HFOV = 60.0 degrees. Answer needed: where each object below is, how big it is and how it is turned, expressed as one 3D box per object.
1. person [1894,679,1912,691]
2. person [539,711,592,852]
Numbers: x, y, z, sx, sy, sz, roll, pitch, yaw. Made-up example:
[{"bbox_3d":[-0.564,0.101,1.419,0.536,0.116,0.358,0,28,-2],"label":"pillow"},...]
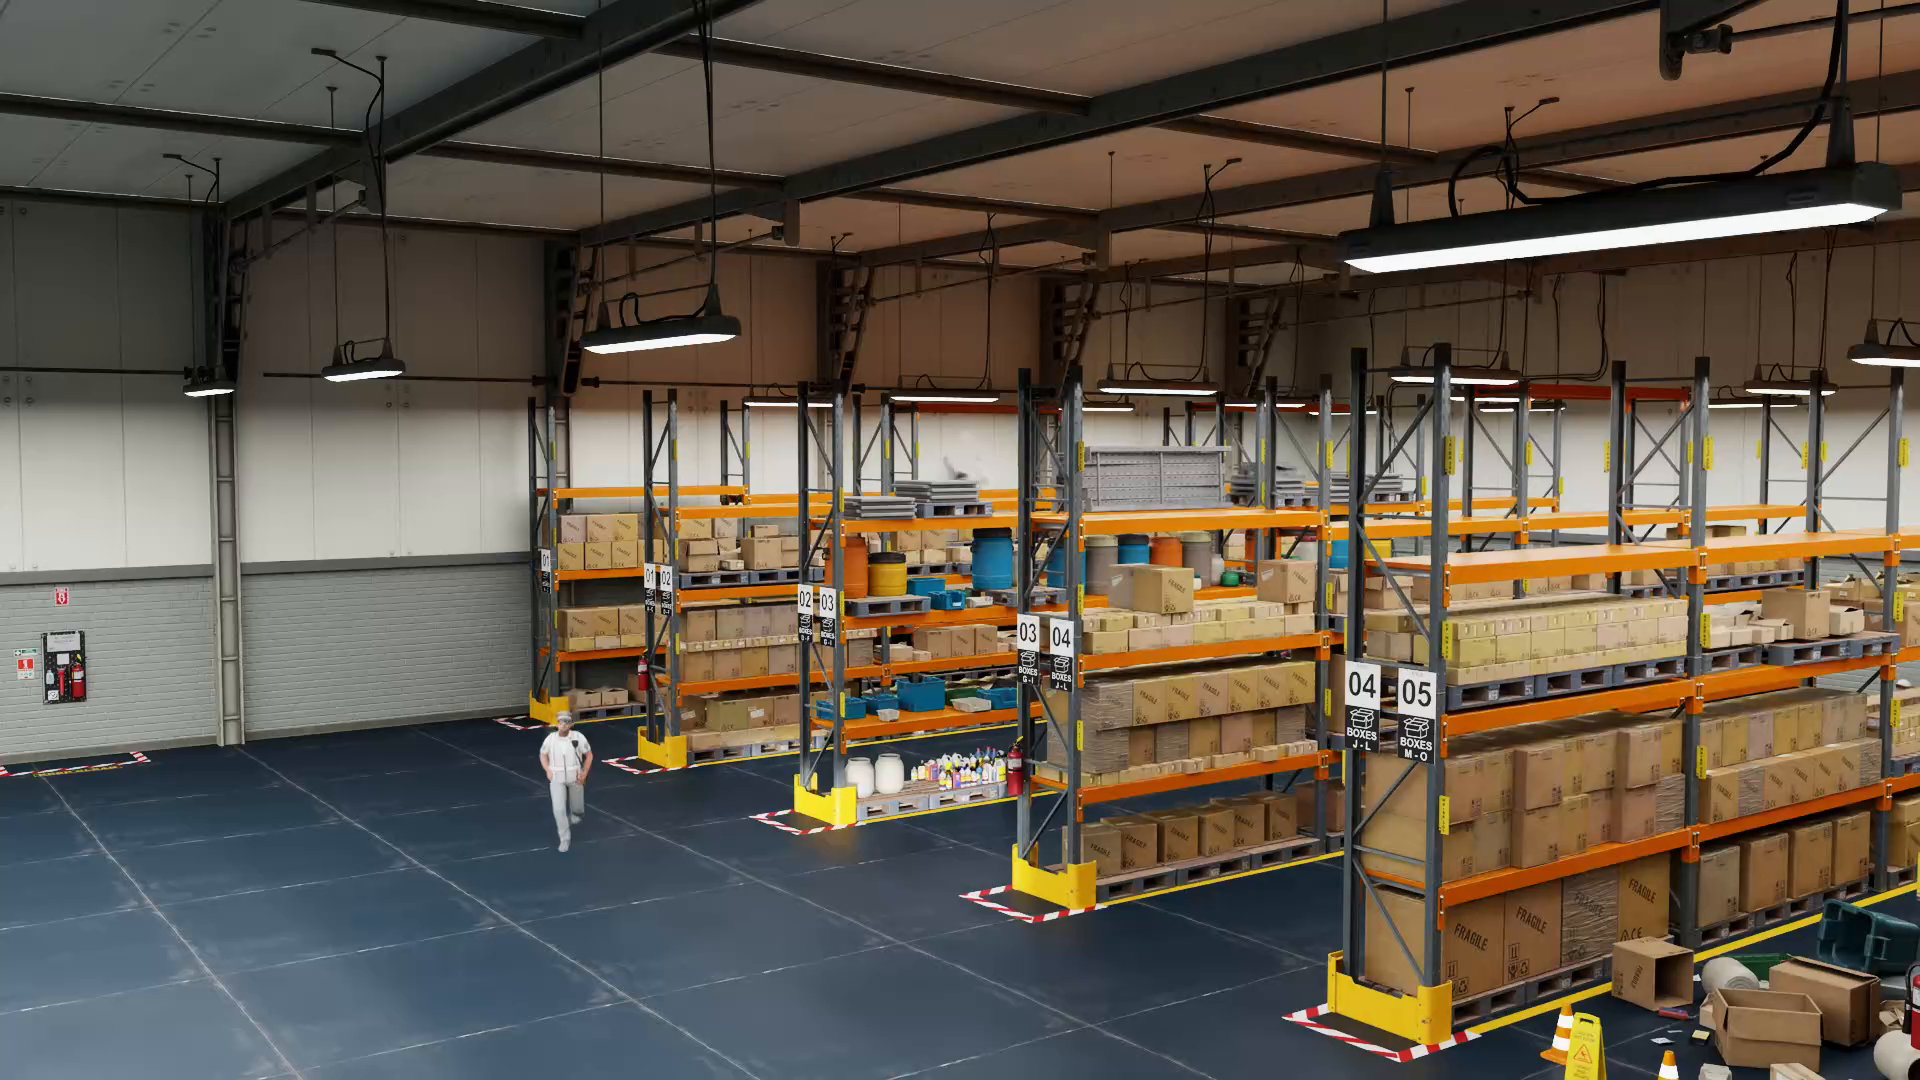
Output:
[{"bbox_3d":[13.546,2.874,23.936,0.581,1.749,0.665,-2,4,-36],"label":"person"},{"bbox_3d":[-5.056,3.057,21.345,0.667,1.764,0.825,-1,3,-15],"label":"person"}]
